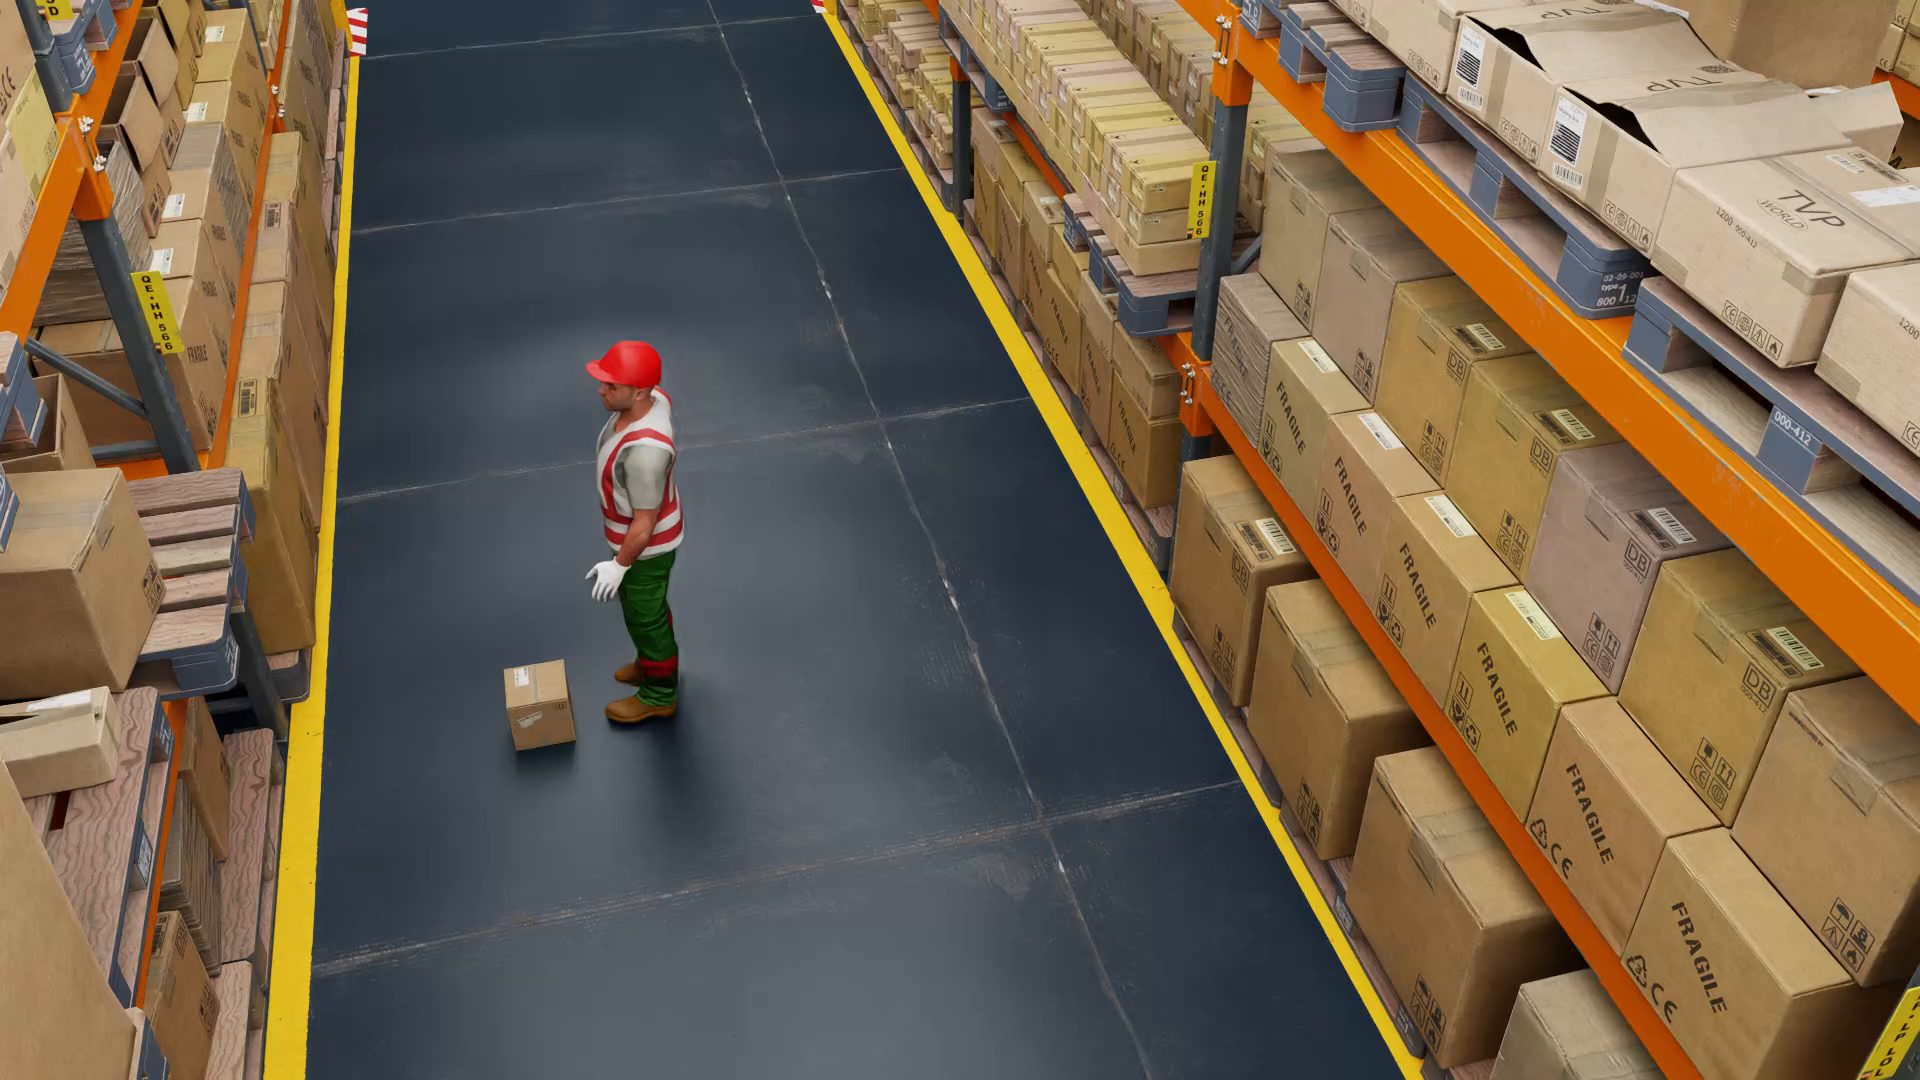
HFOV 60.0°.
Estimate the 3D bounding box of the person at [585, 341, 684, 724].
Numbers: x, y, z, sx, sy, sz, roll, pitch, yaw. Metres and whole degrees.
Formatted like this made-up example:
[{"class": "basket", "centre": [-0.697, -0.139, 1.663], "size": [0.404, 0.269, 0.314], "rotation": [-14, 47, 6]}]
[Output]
[{"class": "person", "centre": [-1.315, 0.000, 6.683], "size": [0.442, 1.843, 0.591], "rotation": [-6, 38, -8]}]
